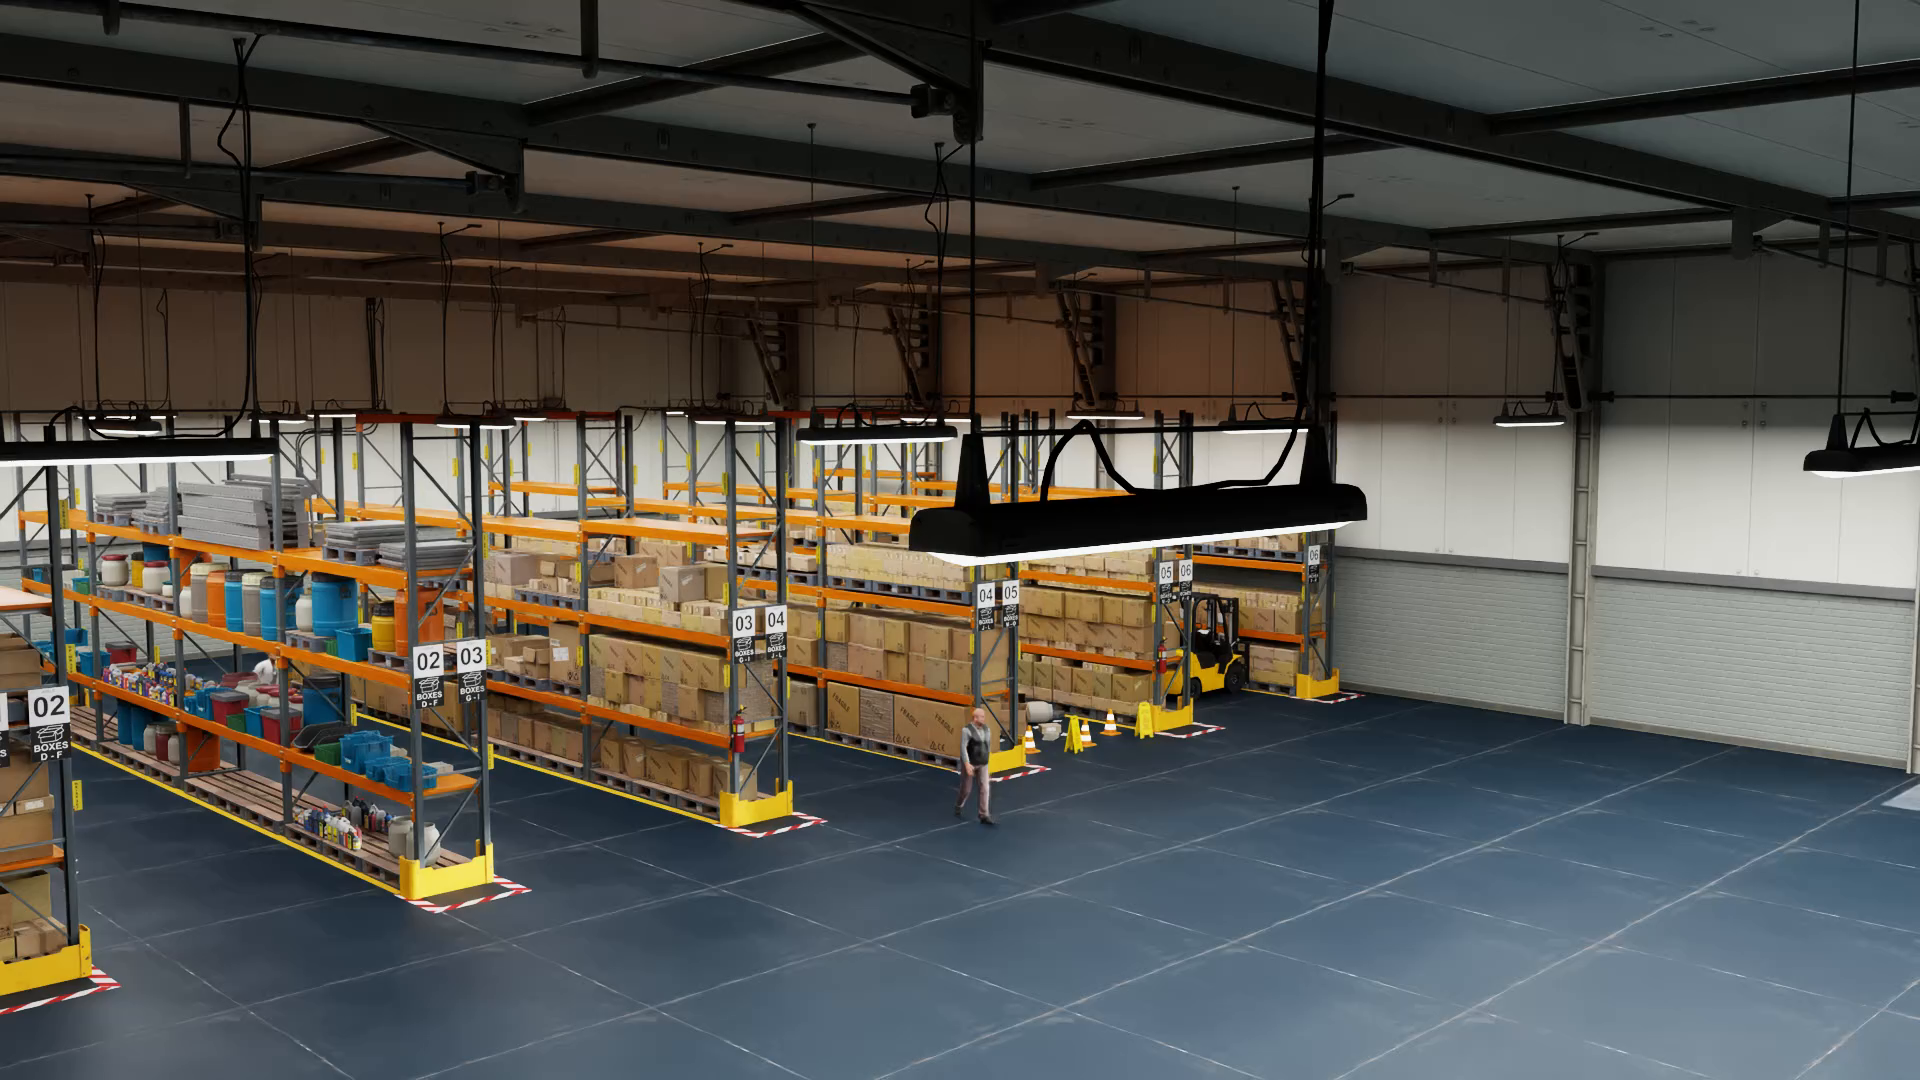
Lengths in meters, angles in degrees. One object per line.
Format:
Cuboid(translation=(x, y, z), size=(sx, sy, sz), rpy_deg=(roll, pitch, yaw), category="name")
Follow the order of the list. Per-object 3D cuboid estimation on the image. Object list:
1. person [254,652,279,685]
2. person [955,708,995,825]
Cuboid(translation=(-12.844, 2.819, 30.894), size=(0.674, 1.684, 0.670), rpy_deg=(-4, 6, -37), category="person")
Cuboid(translation=(0.258, 3.349, 24.731), size=(0.612, 1.685, 0.935), rpy_deg=(-4, 6, -36), category="person")
